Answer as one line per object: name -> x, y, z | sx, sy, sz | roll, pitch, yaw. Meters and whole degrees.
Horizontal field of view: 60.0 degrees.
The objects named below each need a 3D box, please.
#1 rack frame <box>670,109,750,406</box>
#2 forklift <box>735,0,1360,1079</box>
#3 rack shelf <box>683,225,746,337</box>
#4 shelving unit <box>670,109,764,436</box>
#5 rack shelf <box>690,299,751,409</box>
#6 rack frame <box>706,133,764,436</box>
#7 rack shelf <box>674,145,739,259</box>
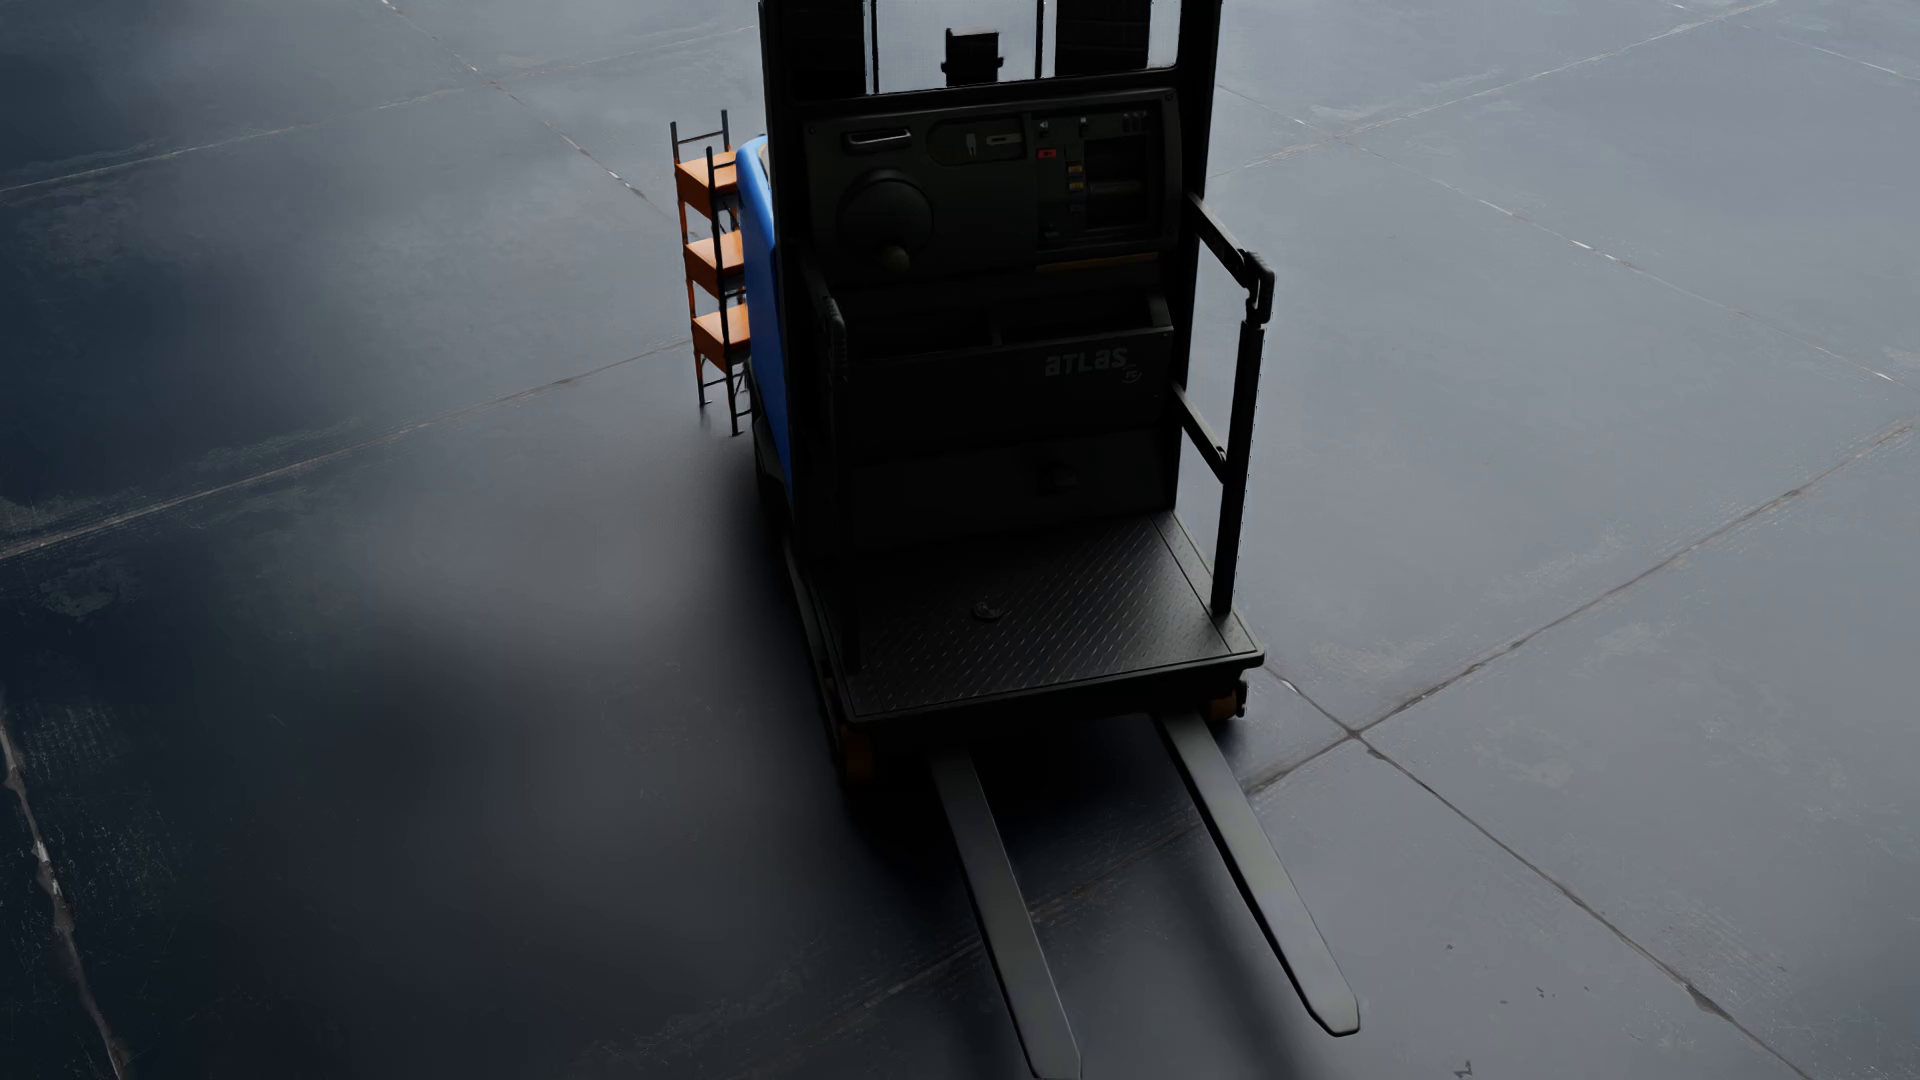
rack frame -> -0.841, -0.938, 5.656 | 0.200, 1.050, 0.008 | -22, 41, -28
forklift -> 0.142, -0.801, 3.854 | 1.130, 2.935, 3.031 | -8, 37, -11
rack shelf -> -0.772, -0.871, 5.580 | 0.215, 0.259, 0.240 | -22, 41, -28
shelving unit -> -0.772, -0.880, 5.574 | 0.215, 1.050, 0.252 | -22, 41, -28
rack shelf -> -0.772, -0.646, 5.743 | 0.215, 0.259, 0.240 | -22, 41, -28
rack frame -> -0.702, -0.821, 5.493 | 0.200, 1.050, 0.008 | -22, 41, -28
rack shelf -> -0.772, -1.102, 5.415 | 0.215, 0.259, 0.240 | -22, 41, -28
